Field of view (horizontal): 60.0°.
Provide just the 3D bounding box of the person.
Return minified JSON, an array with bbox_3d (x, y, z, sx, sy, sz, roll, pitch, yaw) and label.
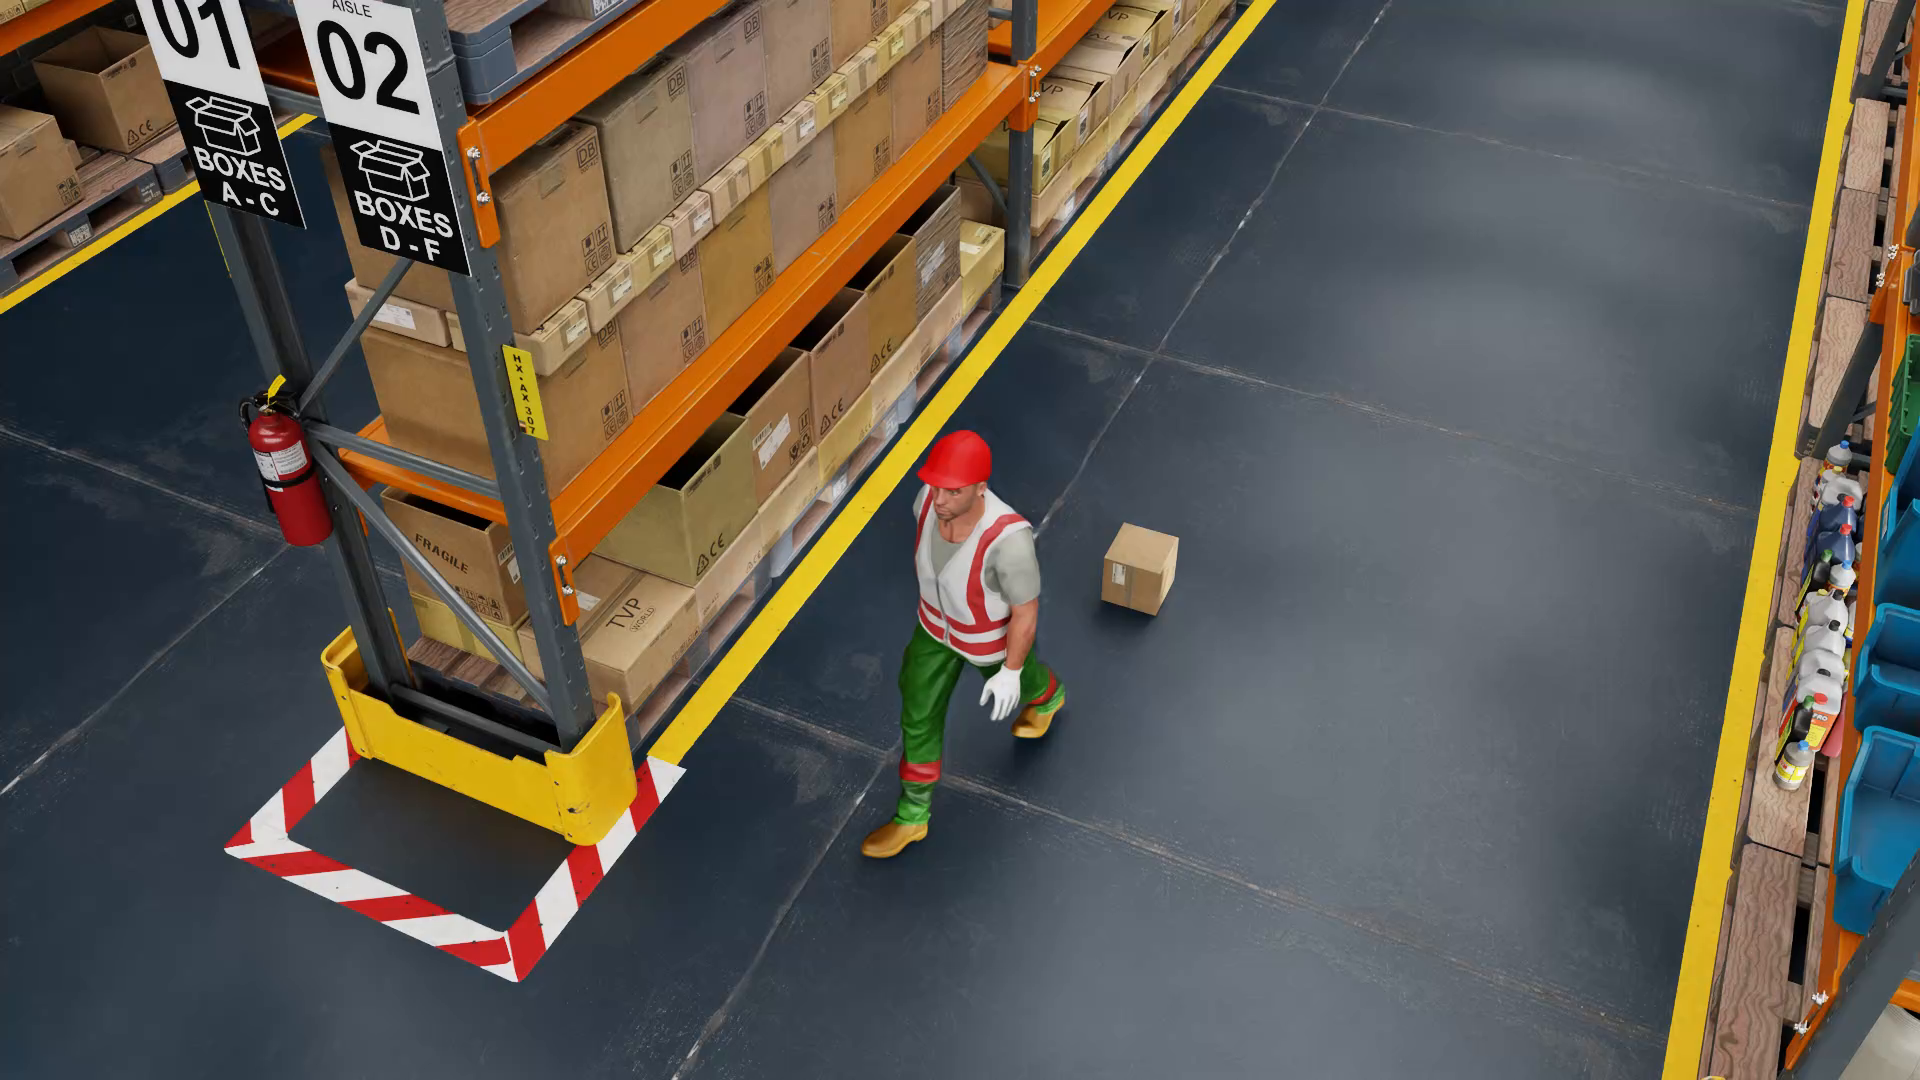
[{"bbox_3d":[0.051,0.307,5.814,0.575,1.742,1.082,26,48,26],"label":"person"}]
